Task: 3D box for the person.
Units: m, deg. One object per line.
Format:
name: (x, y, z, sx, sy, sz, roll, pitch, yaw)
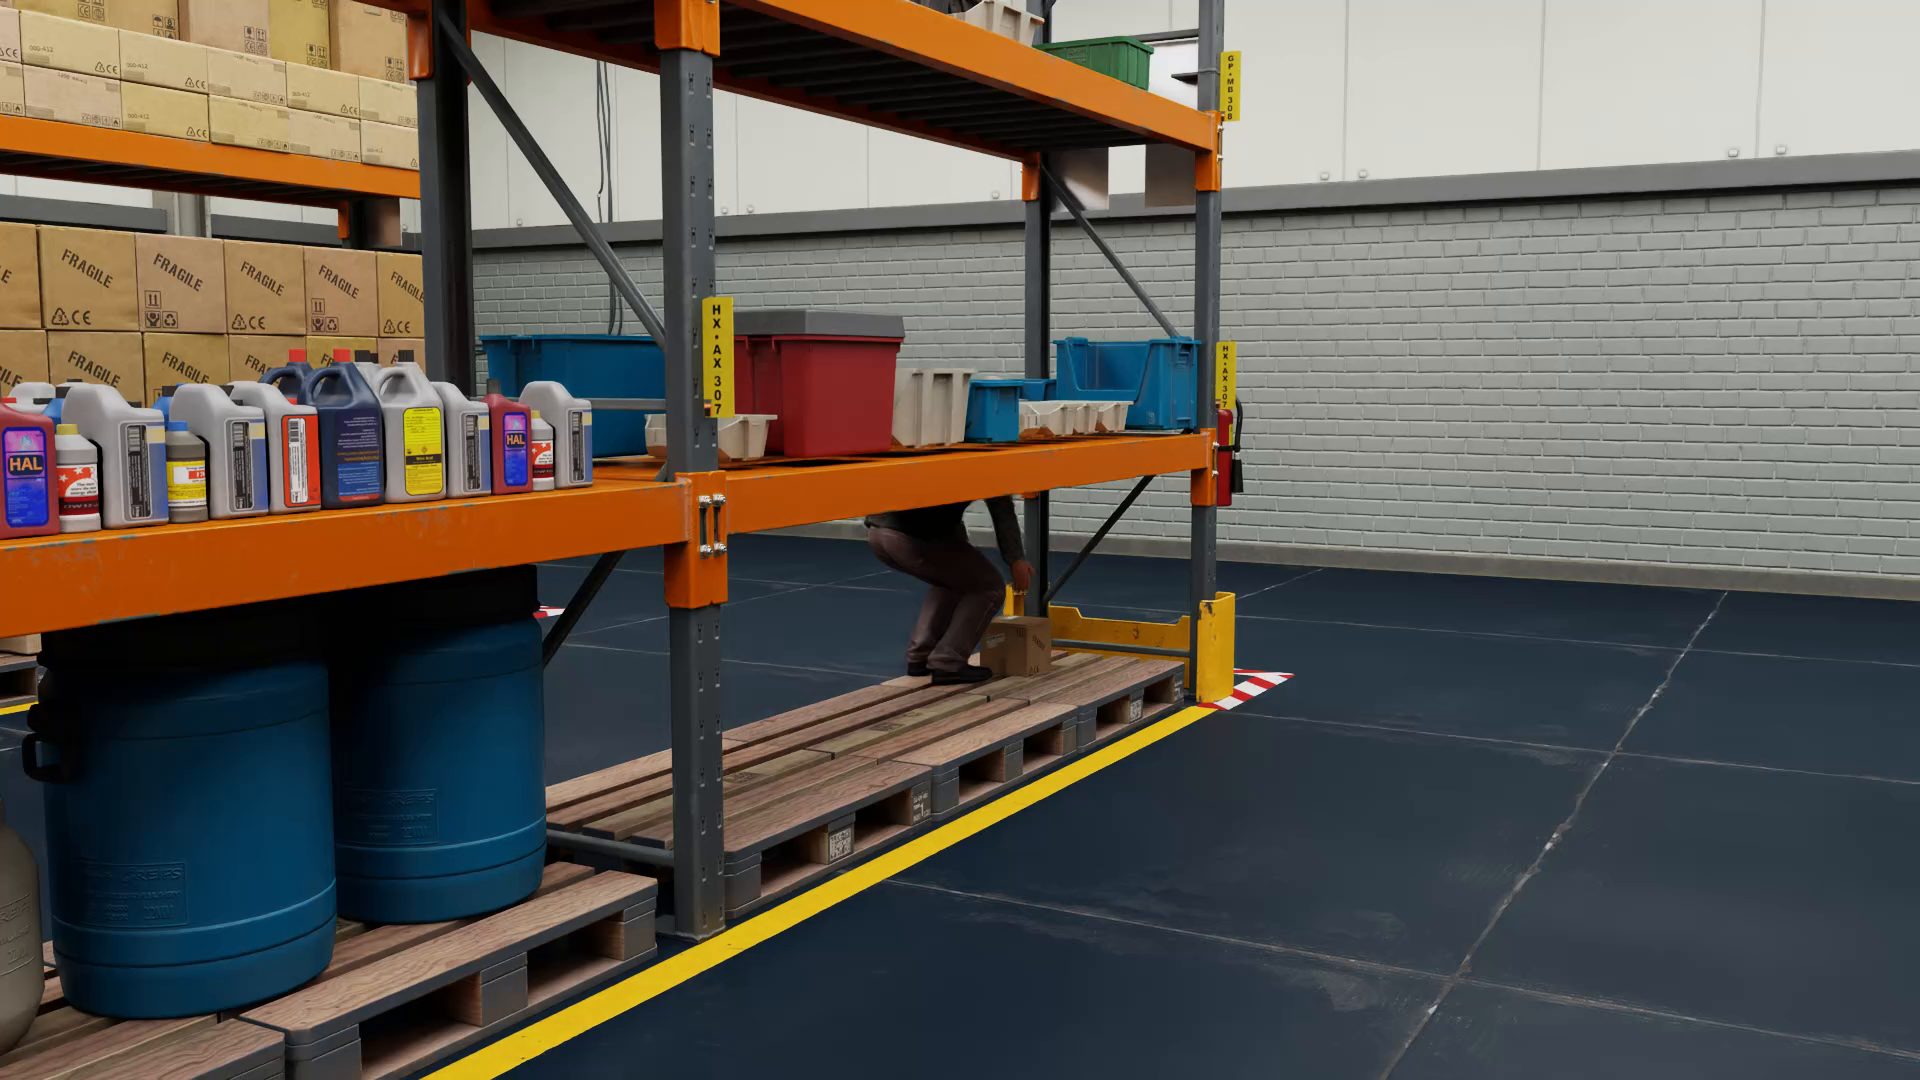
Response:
person: (-0.055, 0.002, 7.594, 0.783, 1.255, 0.584, -3, 7, -29)
